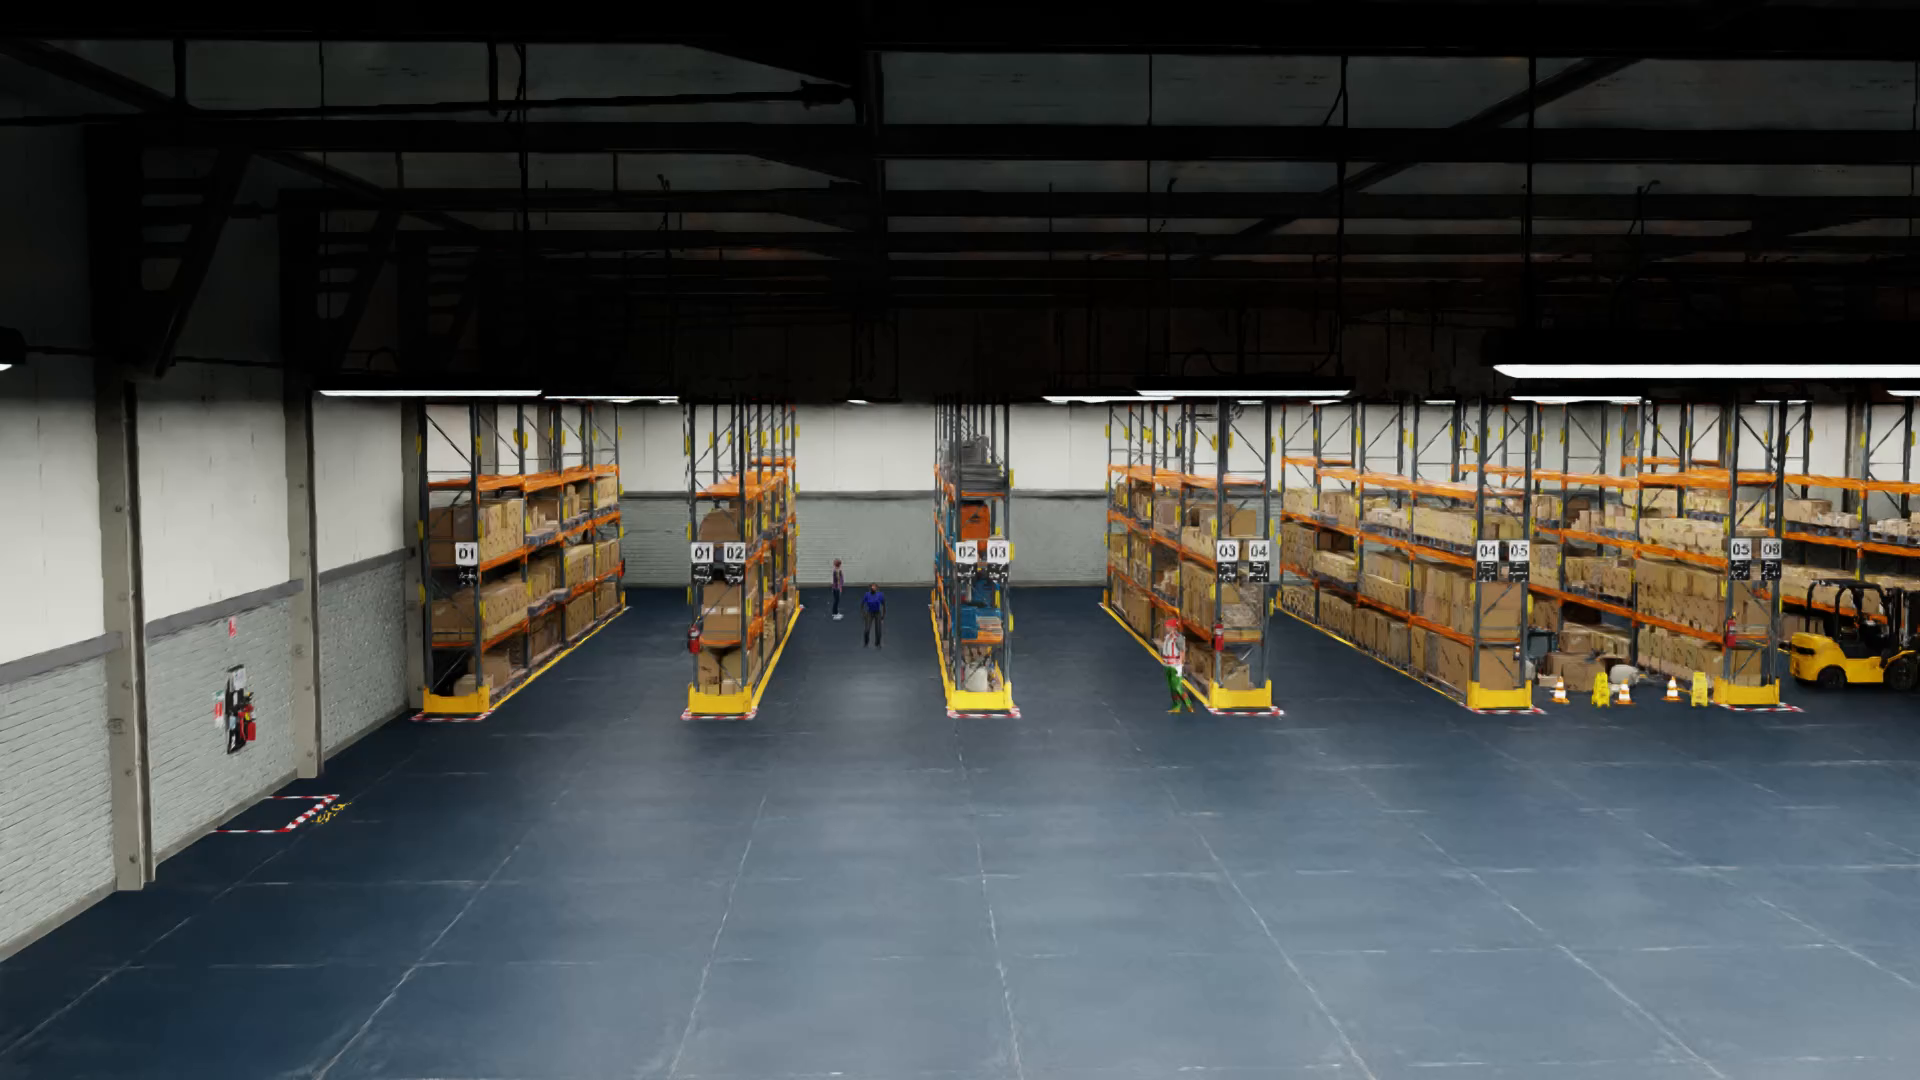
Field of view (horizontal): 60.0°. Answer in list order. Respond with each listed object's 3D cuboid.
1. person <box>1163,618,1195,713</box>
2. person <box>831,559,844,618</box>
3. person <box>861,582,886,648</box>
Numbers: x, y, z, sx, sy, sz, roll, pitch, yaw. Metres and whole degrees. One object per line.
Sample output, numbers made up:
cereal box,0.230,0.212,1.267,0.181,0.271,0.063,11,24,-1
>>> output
person,4.049,2.345,30.935,0.462,1.780,0.698,-3,5,-33
person,-3.315,1.301,45.032,0.341,1.605,0.559,-1,5,-13
person,-2.054,1.808,39.427,0.593,1.532,0.509,0,5,-4
